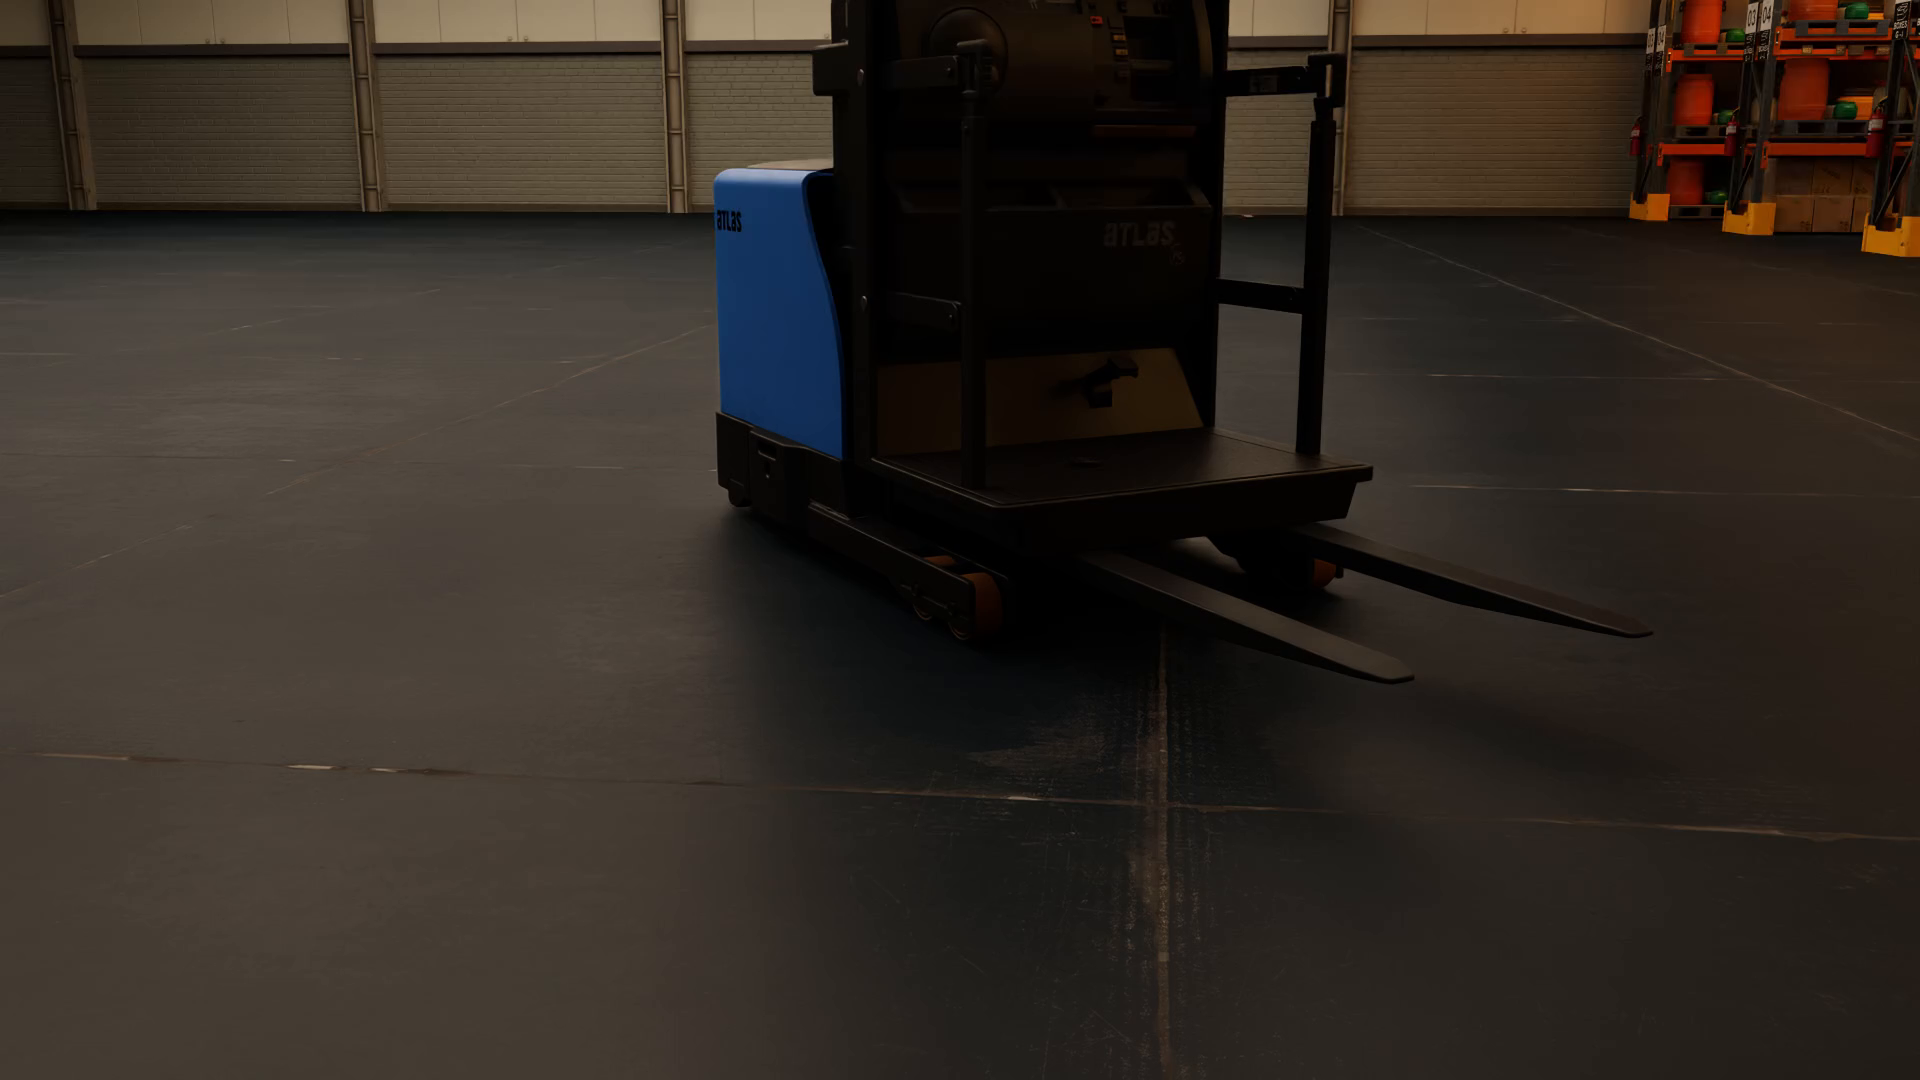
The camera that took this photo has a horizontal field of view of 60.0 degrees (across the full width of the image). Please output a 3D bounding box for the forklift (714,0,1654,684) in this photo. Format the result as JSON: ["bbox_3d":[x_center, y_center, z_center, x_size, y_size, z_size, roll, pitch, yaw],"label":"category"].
[{"bbox_3d":[0.344,-1.303,4.083,1.130,2.935,3.031,-7,15,-27],"label":"forklift"}]
